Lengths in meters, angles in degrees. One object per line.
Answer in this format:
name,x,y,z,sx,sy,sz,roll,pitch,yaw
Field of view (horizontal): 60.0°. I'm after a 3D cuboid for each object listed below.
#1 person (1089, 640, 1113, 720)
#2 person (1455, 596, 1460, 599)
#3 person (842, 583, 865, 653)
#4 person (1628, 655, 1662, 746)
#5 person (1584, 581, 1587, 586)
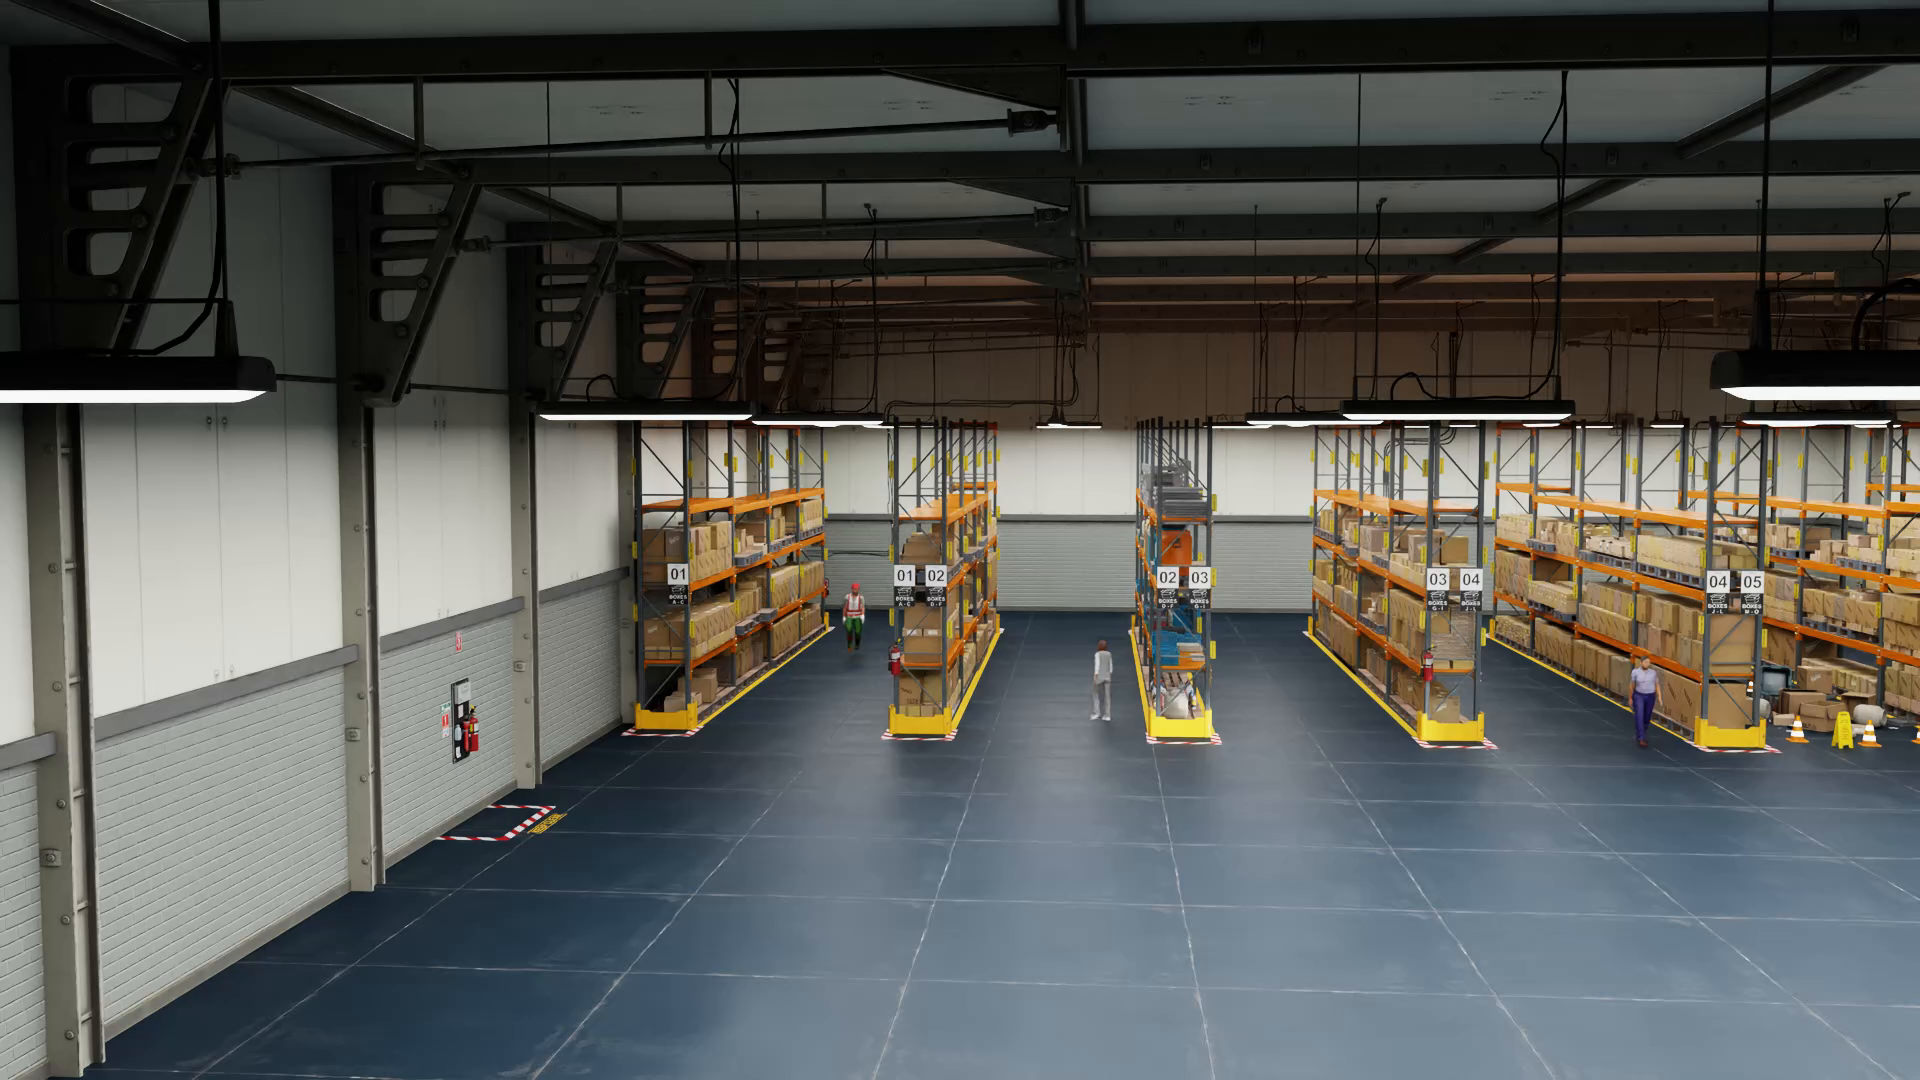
person,2.842,2.841,32.978,0.439,1.509,0.647,-1,4,-18
person,14.084,1.834,46.991,0.882,1.628,0.488,-2,4,-26
person,-2.646,1.928,41.423,0.575,1.682,0.729,0,4,-4
person,12.498,2.925,30.266,0.535,1.619,0.727,0,4,0
person,17.070,1.940,45.153,0.483,1.669,0.470,-2,4,-23
